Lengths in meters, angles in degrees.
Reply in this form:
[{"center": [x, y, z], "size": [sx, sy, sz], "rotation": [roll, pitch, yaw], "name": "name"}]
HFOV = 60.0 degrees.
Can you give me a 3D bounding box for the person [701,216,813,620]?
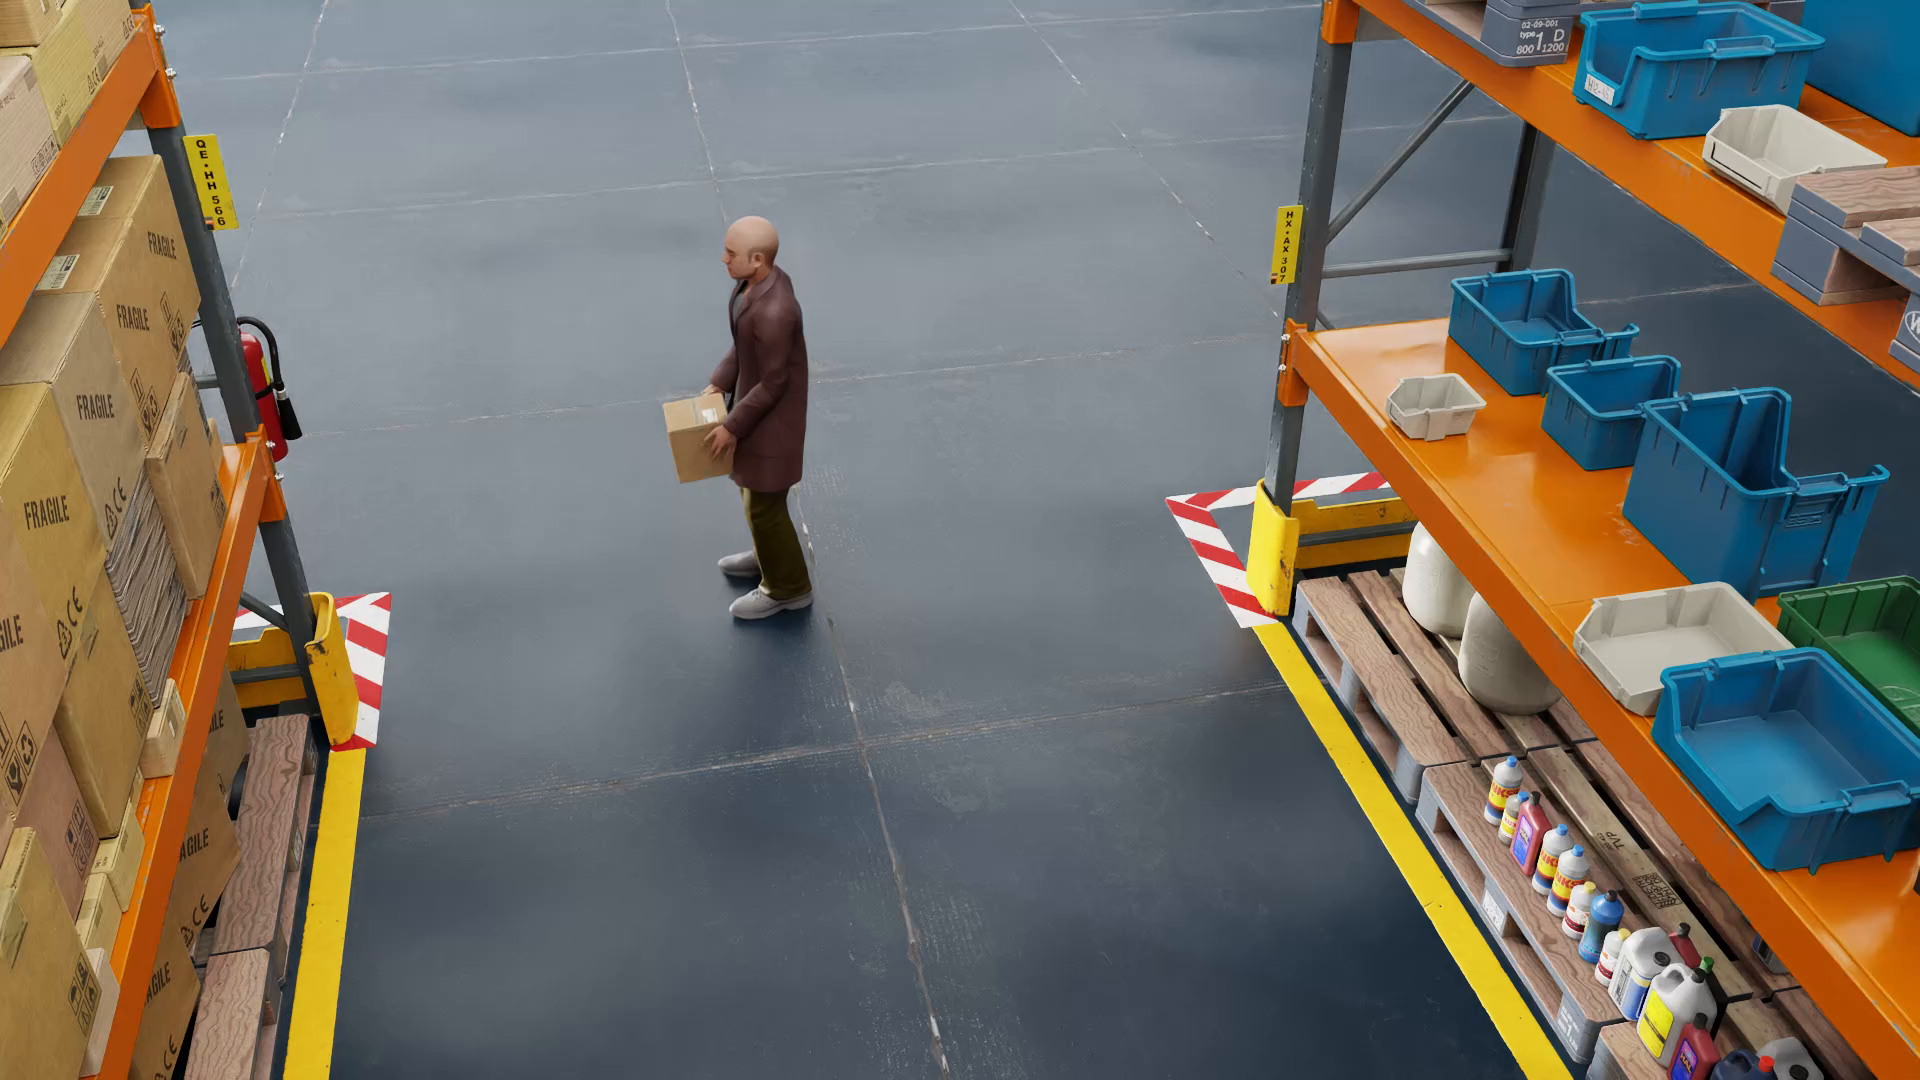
[{"center": [-0.851, -0.503, 6.897], "size": [0.455, 1.782, 0.577], "rotation": [-8, 35, -11], "name": "person"}]
